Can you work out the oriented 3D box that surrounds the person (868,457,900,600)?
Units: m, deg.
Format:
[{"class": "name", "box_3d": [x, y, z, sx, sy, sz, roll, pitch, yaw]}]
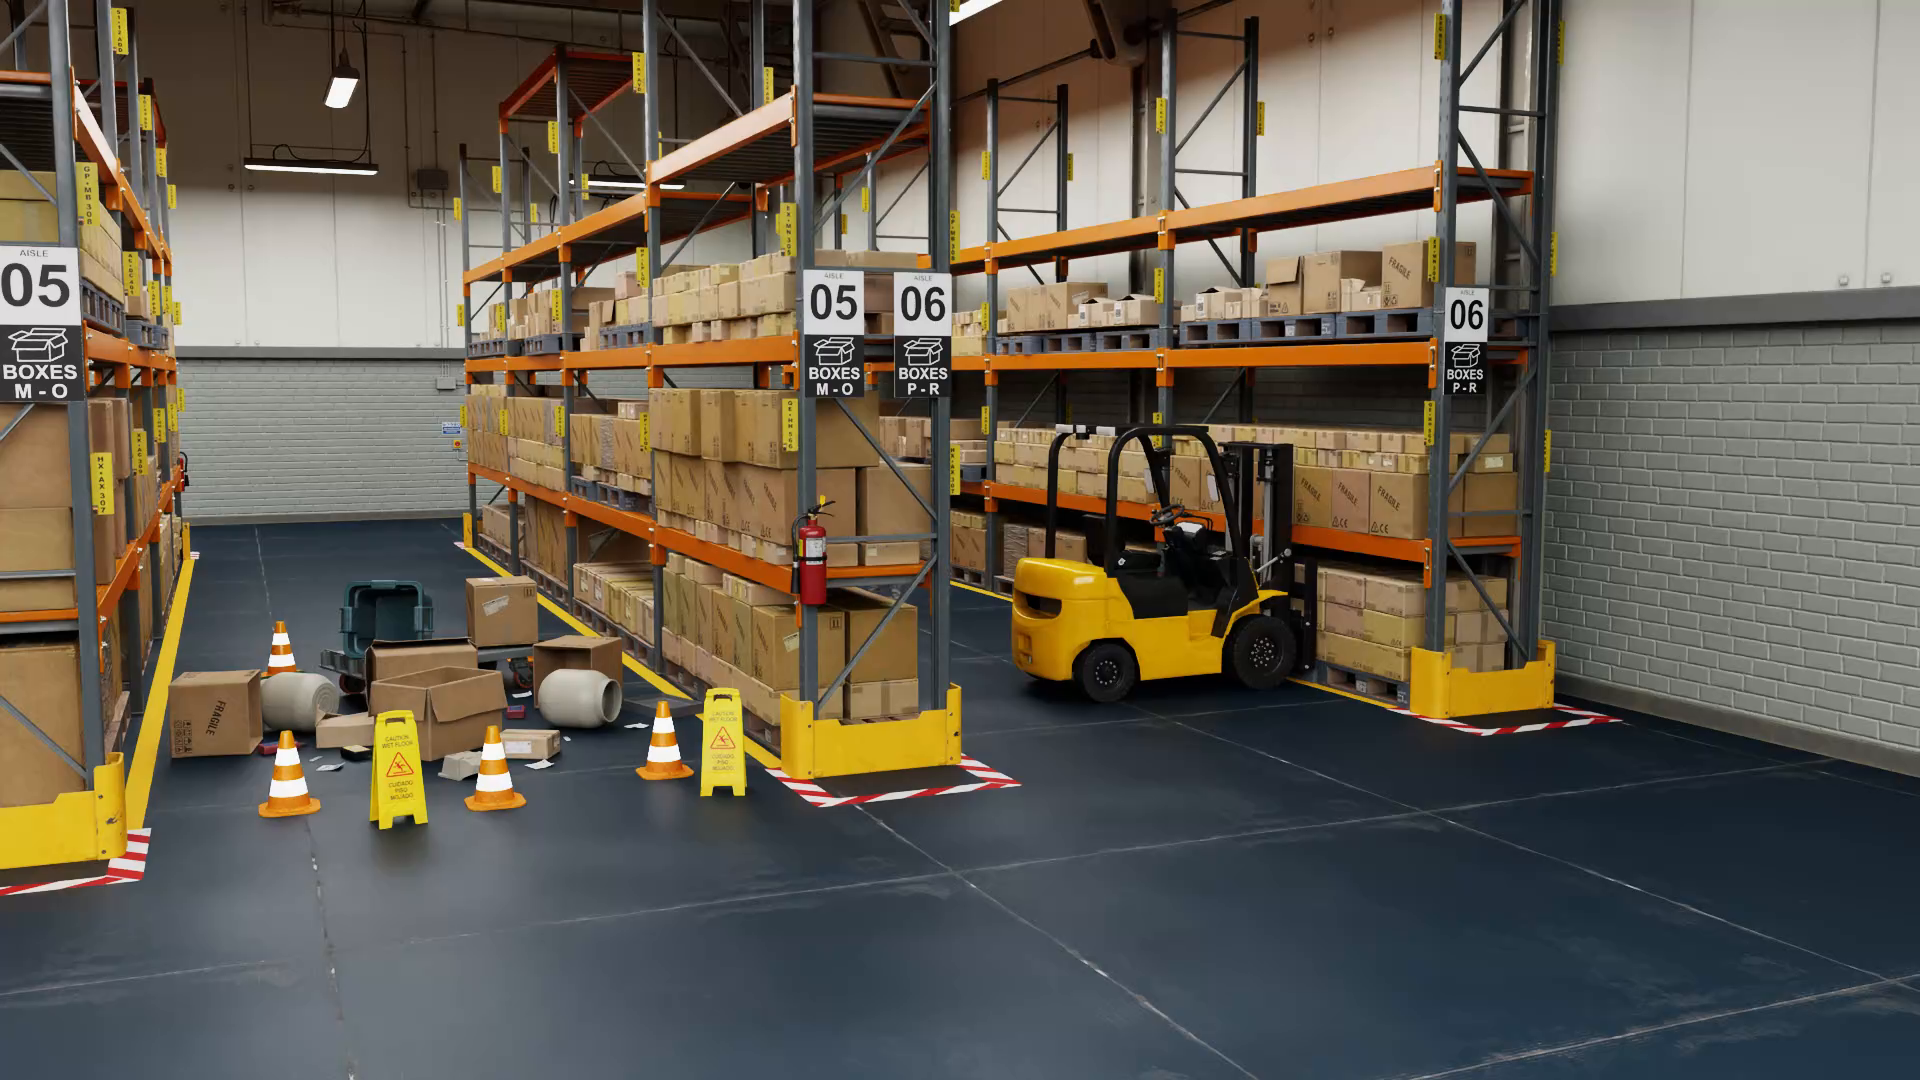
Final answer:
[{"class": "person", "box_3d": [-0.933, -0.112, 18.681, 0.557, 1.670, 0.483, 0, 6, -3]}]
